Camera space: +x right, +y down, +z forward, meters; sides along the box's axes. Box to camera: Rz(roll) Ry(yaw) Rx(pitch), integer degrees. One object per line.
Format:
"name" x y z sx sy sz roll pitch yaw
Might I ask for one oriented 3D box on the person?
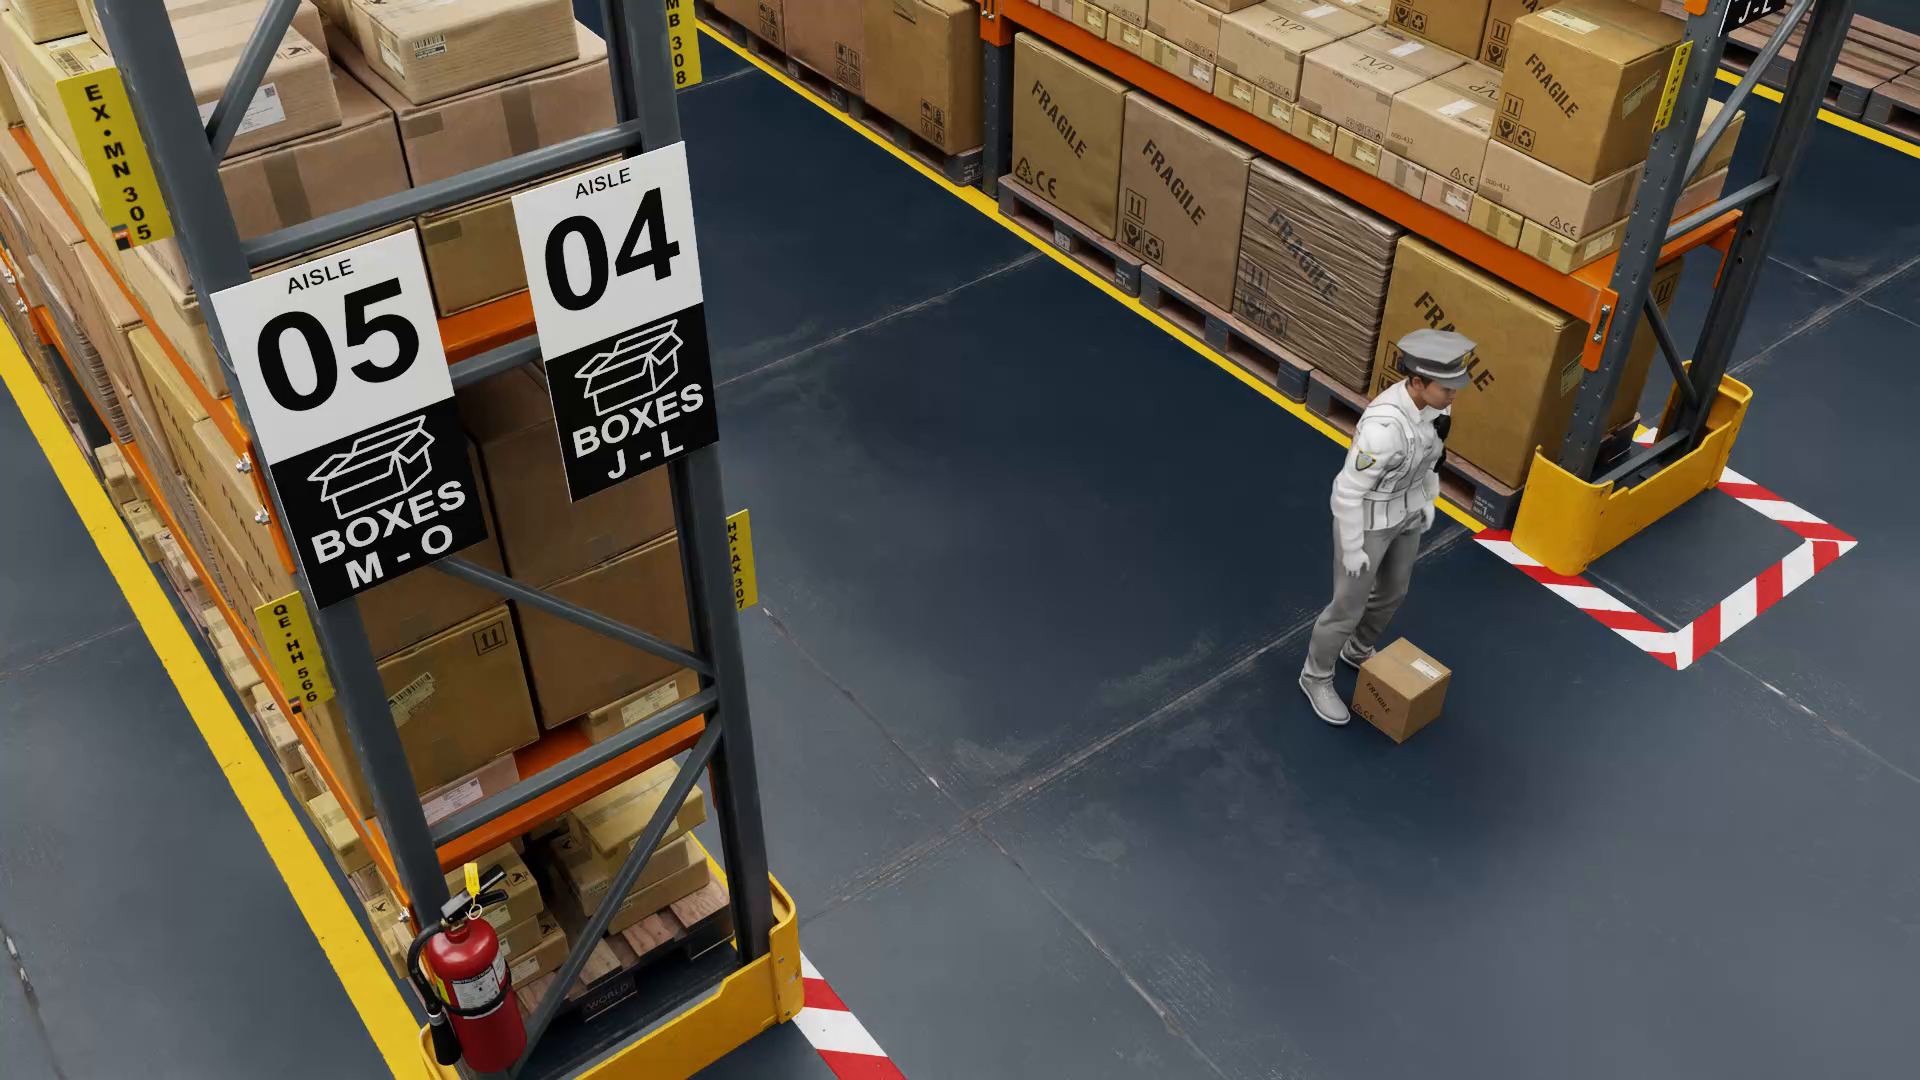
"person" 1.591 -0.071 6.235 0.547 1.667 0.369 -29 48 -29
